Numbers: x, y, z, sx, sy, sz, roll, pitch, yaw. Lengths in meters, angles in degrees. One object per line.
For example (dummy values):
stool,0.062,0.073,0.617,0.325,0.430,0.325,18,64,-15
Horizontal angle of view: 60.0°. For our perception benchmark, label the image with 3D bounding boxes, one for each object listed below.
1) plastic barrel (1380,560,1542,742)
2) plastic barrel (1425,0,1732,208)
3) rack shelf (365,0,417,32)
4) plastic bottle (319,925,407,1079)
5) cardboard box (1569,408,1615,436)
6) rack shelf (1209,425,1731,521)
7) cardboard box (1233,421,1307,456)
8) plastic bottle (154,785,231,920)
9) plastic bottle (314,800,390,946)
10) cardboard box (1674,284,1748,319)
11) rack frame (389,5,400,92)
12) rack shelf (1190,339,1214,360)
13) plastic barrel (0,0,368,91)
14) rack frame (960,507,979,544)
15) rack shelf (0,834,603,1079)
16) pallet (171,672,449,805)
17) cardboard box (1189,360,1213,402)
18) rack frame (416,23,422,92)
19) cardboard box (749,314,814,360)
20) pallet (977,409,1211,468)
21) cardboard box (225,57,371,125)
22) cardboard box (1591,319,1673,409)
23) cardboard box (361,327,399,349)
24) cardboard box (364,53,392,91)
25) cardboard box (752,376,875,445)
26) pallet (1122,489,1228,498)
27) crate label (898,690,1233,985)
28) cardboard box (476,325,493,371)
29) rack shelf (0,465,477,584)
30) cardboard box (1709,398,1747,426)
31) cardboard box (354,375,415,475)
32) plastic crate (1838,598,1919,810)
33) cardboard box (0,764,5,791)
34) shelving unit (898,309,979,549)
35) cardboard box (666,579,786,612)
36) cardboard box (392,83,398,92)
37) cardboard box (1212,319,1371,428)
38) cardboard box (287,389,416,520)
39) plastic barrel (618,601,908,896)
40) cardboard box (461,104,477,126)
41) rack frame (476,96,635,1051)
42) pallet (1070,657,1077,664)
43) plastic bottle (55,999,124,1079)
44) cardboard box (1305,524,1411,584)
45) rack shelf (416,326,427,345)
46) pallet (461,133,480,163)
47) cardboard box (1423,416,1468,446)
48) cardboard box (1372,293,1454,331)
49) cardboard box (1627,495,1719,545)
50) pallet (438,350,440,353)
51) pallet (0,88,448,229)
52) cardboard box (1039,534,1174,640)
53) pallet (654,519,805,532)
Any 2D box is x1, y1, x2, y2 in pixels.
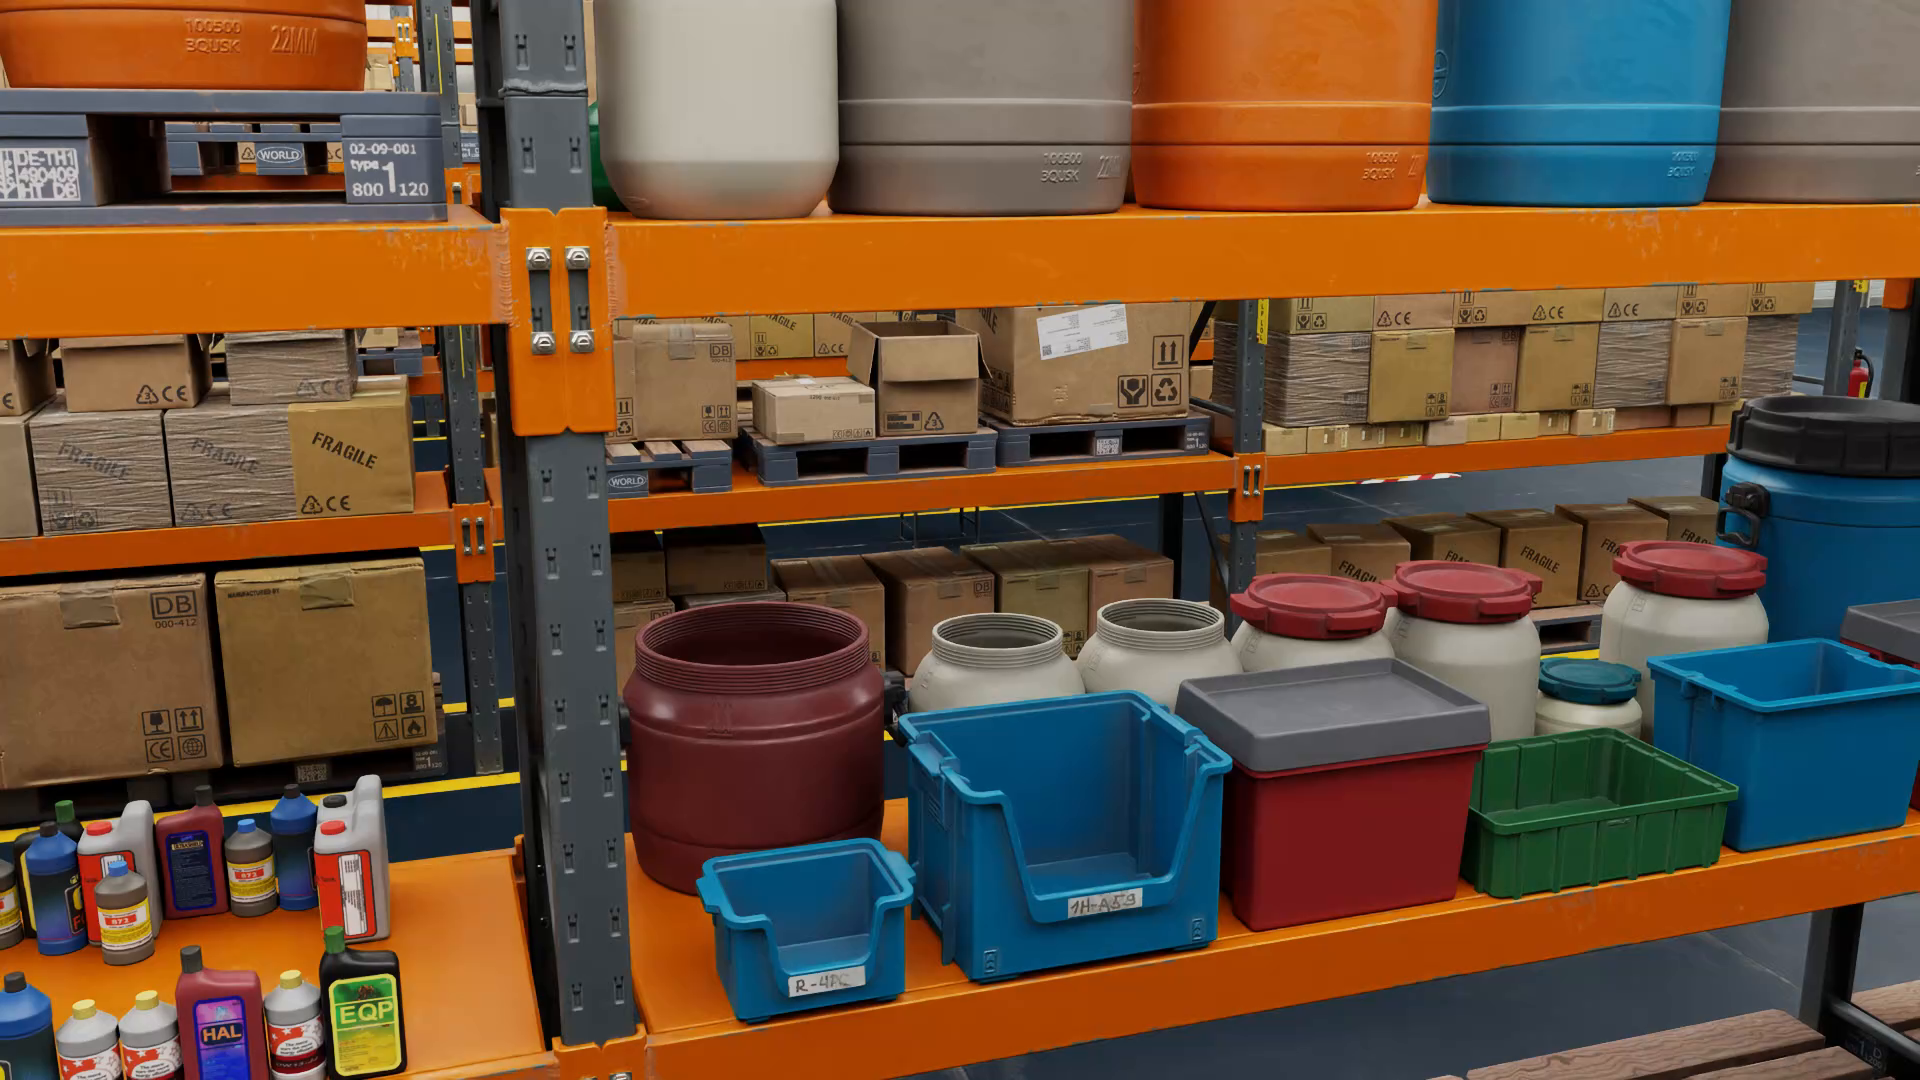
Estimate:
plastic barrel,1.300,0.355,4.374,0.433,0.535,0.433,0,13,0
plastic barrel,1.320,-1.177,3.543,0.708,0.901,0.600,-4,14,-18
rack shelf,-5.780,-3.768,11.457,4.000,0.370,1.077,-4,14,-18
plastic bottle,-1.066,0.820,2.966,0.133,0.283,0.061,-4,14,-18
cardboard box,3.591,-0.715,9.708,0.250,0.149,0.380,-4,14,-18
rack shelf,3.288,-0.539,9.983,4.000,0.370,1.077,-4,14,-18
cardboard box,1.692,-0.569,9.097,0.250,0.149,0.380,-4,14,-18
plastic bottle,-1.658,0.672,3.588,0.133,0.283,0.061,-4,14,-18
plastic bottle,-1.283,0.695,3.509,0.135,0.276,0.152,-4,14,-18
cardboard box,4.269,-1.584,9.799,0.500,0.500,0.500,-4,14,-18
rack frame,-7.146,-6.627,21.057,0.127,3.000,1.000,-4,14,-18
rack shelf,1.802,-1.635,14.587,4.000,0.370,1.077,-4,14,-18
plastic barrel,-1.358,-1.191,2.852,0.708,0.830,0.600,-4,14,-18
rack frame,0.074,-1.027,12.424,0.015,2.100,0.400,-4,14,-18
rack shelf,-2.714,1.137,2.934,4.000,0.370,1.077,-4,14,-18
pallet,-3.170,0.952,8.185,1.213,0.211,1.003,-4,14,-18
cardboard box,2.243,-1.173,14.776,0.875,0.875,0.875,-5,14,-19
rack frame,-3.884,-4.460,11.948,0.127,3.000,1.000,-4,14,-18
cardboard box,-1.461,-1.714,13.150,0.500,0.500,0.500,-4,14,-17
pallet,0.622,-0.624,9.198,1.213,0.211,1.003,-4,14,-18
cardboard box,-2.954,-2.100,7.374,0.637,0.503,0.797,-4,14,-15
cardboard box,3.731,-1.105,9.948,0.500,0.500,0.875,-4,14,-18
cardboard box,-4.205,-1.487,12.046,0.250,0.149,0.380,-4,14,-17
cardboard box,-4.185,-3.335,11.830,0.258,0.266,0.396,-4,14,-18
cardboard box,-0.737,-0.651,8.315,0.500,0.250,0.500,-5,14,-20
pallet,1.811,-0.610,14.752,1.213,0.211,1.003,-4,14,-18
crate label,0.209,0.609,3.526,0.616,0.435,0.502,-4,14,-18
cardboard box,-3.373,-1.564,12.521,0.500,0.500,0.500,-4,14,-17
rack shelf,-4.294,0.051,7.500,4.000,0.370,1.077,-4,14,-18
cardboard box,4.522,-0.800,10.068,0.250,0.149,0.380,-4,14,-18
cardboard box,-2.946,-0.519,8.126,0.500,0.500,0.500,-4,14,-16
plastic crate,2.611,0.416,4.272,0.583,0.464,0.402,-4,14,-18
cardboard box,-4.743,0.560,7.489,0.875,0.875,1.225,-5,14,-20
shelving unit,-0.157,-1.009,12.348,0.503,2.100,0.431,-4,14,-18
cardboard box,-1.248,0.458,8.686,0.500,0.500,0.700,-6,15,-23
cardboard box,-5.868,-4.273,16.512,0.637,0.503,0.797,-5,14,-22
cardboard box,1.839,-0.955,9.316,0.500,0.500,0.875,-4,14,-18
cardboard box,-2.787,-0.404,7.645,0.500,0.500,0.500,-4,14,-16
plastic barrel,-0.475,0.473,3.879,0.708,0.536,0.600,-4,14,-18
cardboard box,-3.517,-3.121,12.220,0.250,0.149,0.380,-5,14,-20
rack frame,-0.819,0.640,3.471,0.127,3.000,1.000,-4,14,-18
pallet,0.655,0.673,9.359,1.213,0.211,1.003,-4,14,-18
plastic bottle,-1.492,0.889,2.854,0.097,0.201,0.097,0,13,0
cardboard box,2.325,0.205,9.792,0.500,0.500,0.500,0,13,0
rack shelf,-7.455,-2.122,16.638,4.000,0.370,1.077,-4,14,-18
pallet,-3.291,-2.968,12.566,1.003,0.211,1.213,-4,14,-15
cardboard box,2.646,-0.639,9.392,0.250,0.149,0.380,-4,14,-18
cardboard box,2.374,-1.436,9.179,0.500,0.500,0.500,-4,14,-18
cardboard box,4.587,0.017,10.582,0.500,0.500,0.500,-2,14,-8
pallet,-6.353,-2.404,22.293,1.213,0.211,1.003,-4,14,-18
pallet,-1.575,-0.693,2.999,1.213,0.211,1.003,-4,14,-18
cardboard box,0.804,0.301,9.347,0.500,0.500,0.700,-6,14,-22
pallet,-1.959,-0.316,13.515,1.213,0.211,1.003,-4,14,-18
